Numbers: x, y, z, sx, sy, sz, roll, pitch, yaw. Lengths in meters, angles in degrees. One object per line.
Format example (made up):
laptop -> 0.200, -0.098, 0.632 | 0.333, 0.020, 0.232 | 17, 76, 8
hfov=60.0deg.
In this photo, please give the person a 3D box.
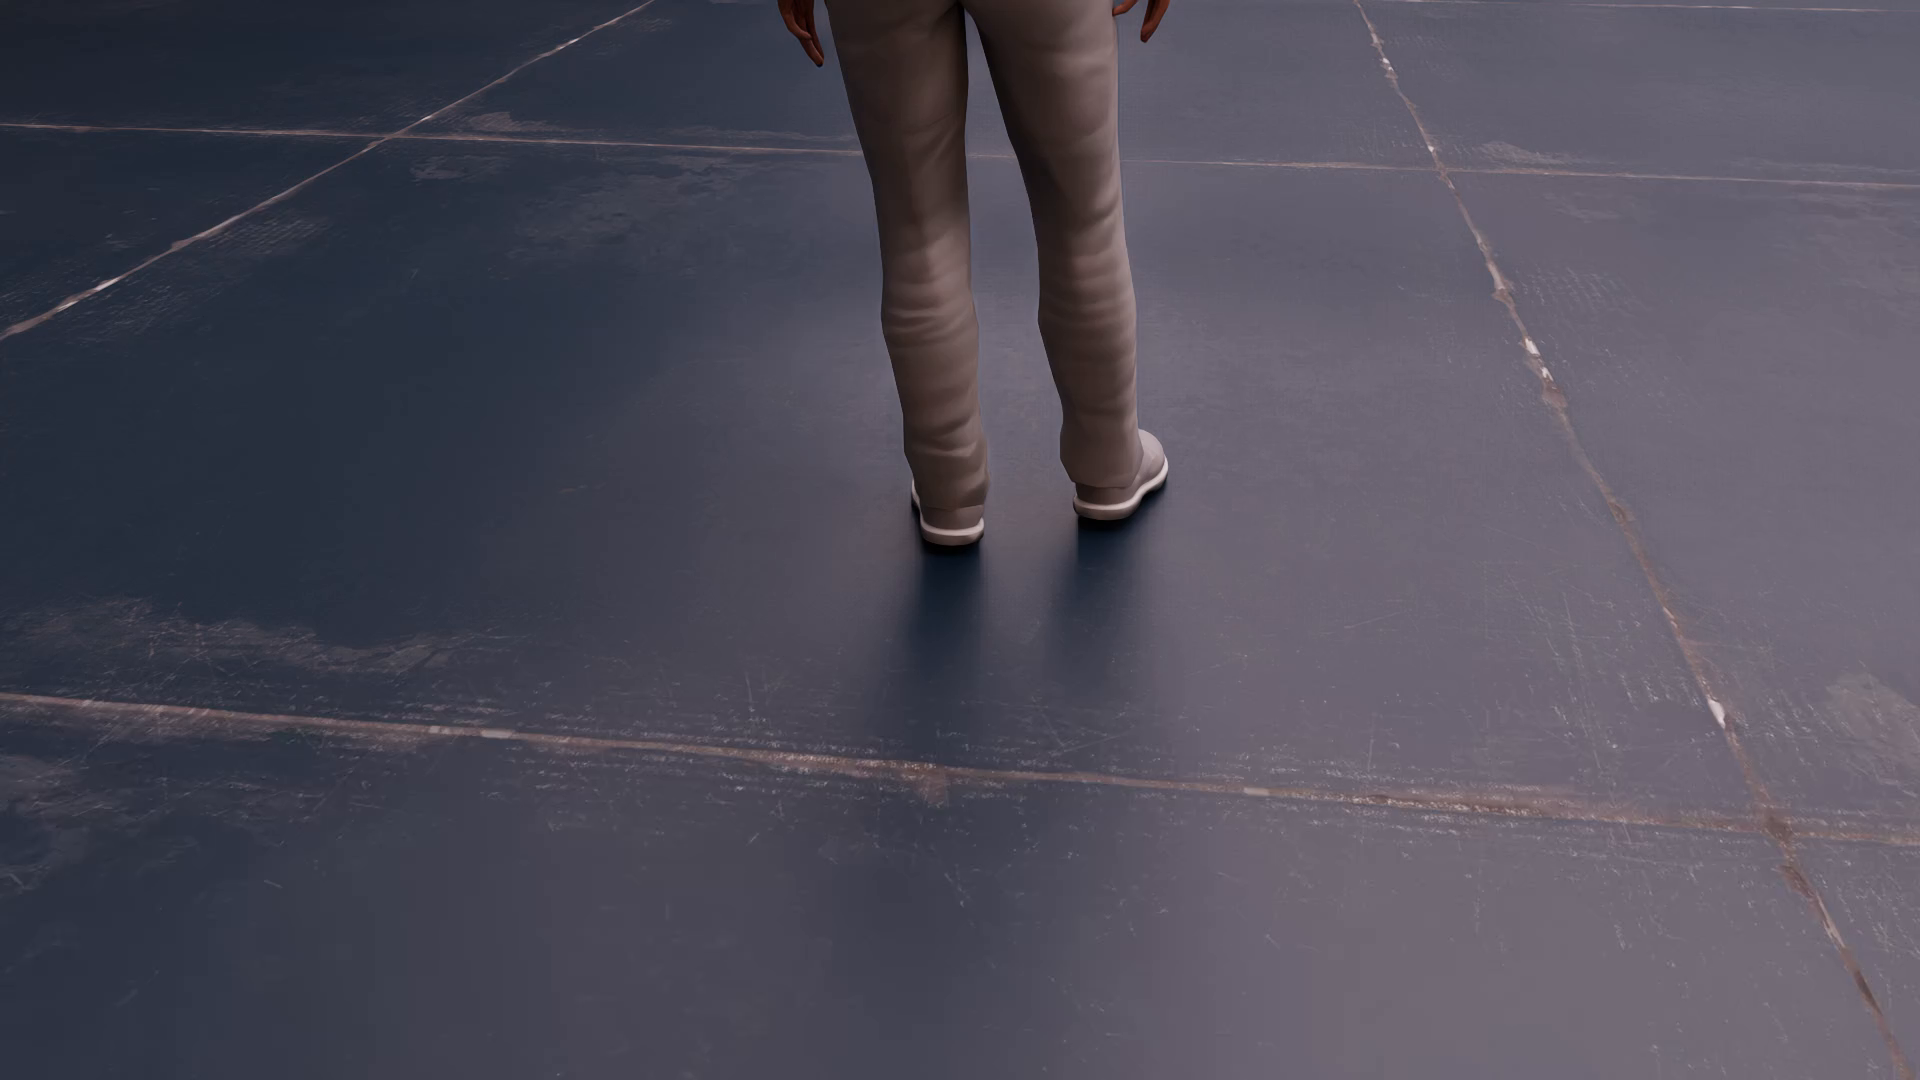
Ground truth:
person -> 0.030, -0.796, 2.182 | 0.569, 1.694, 0.530 | 3, 27, 7
